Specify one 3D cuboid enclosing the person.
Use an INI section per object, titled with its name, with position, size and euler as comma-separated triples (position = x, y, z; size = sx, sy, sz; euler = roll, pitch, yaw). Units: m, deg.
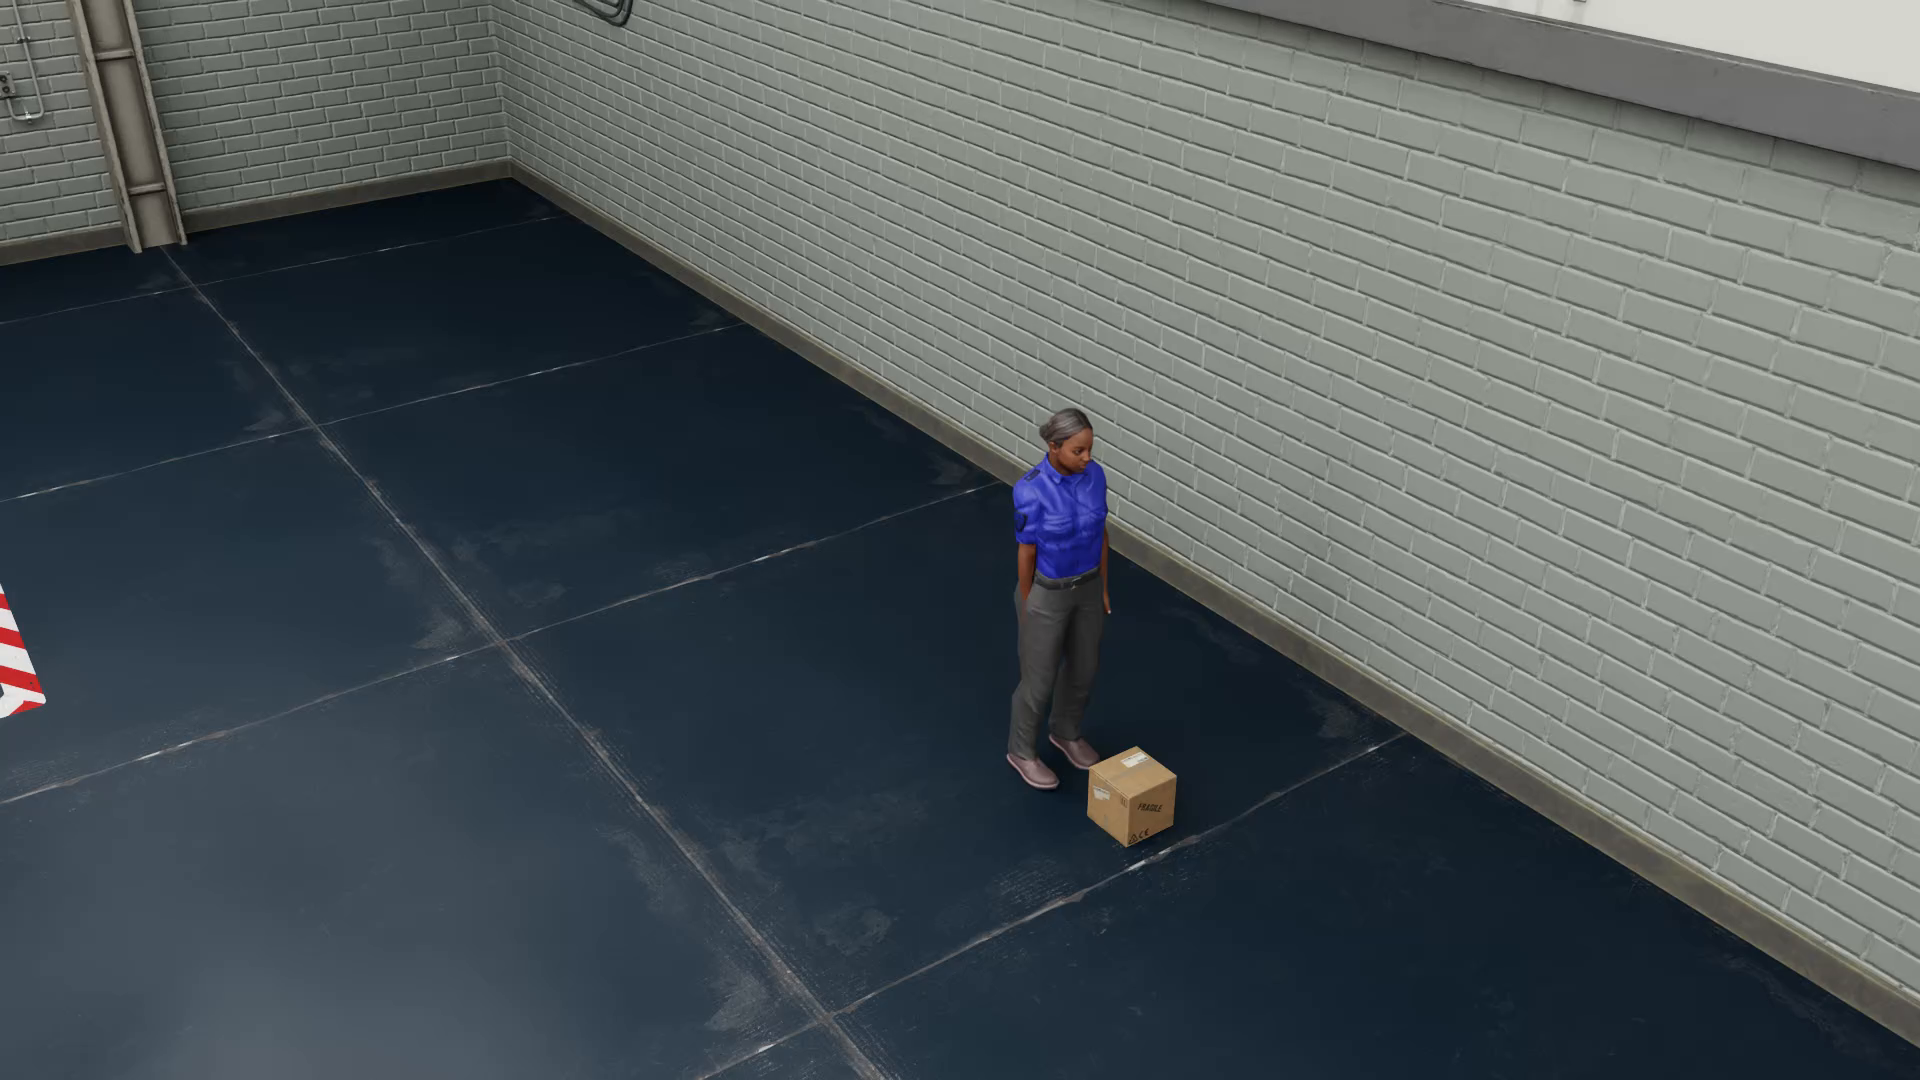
[person]
position = 0.423, 0.231, 6.726
size = 0.440, 1.649, 0.308
euler = -18, 34, -30
